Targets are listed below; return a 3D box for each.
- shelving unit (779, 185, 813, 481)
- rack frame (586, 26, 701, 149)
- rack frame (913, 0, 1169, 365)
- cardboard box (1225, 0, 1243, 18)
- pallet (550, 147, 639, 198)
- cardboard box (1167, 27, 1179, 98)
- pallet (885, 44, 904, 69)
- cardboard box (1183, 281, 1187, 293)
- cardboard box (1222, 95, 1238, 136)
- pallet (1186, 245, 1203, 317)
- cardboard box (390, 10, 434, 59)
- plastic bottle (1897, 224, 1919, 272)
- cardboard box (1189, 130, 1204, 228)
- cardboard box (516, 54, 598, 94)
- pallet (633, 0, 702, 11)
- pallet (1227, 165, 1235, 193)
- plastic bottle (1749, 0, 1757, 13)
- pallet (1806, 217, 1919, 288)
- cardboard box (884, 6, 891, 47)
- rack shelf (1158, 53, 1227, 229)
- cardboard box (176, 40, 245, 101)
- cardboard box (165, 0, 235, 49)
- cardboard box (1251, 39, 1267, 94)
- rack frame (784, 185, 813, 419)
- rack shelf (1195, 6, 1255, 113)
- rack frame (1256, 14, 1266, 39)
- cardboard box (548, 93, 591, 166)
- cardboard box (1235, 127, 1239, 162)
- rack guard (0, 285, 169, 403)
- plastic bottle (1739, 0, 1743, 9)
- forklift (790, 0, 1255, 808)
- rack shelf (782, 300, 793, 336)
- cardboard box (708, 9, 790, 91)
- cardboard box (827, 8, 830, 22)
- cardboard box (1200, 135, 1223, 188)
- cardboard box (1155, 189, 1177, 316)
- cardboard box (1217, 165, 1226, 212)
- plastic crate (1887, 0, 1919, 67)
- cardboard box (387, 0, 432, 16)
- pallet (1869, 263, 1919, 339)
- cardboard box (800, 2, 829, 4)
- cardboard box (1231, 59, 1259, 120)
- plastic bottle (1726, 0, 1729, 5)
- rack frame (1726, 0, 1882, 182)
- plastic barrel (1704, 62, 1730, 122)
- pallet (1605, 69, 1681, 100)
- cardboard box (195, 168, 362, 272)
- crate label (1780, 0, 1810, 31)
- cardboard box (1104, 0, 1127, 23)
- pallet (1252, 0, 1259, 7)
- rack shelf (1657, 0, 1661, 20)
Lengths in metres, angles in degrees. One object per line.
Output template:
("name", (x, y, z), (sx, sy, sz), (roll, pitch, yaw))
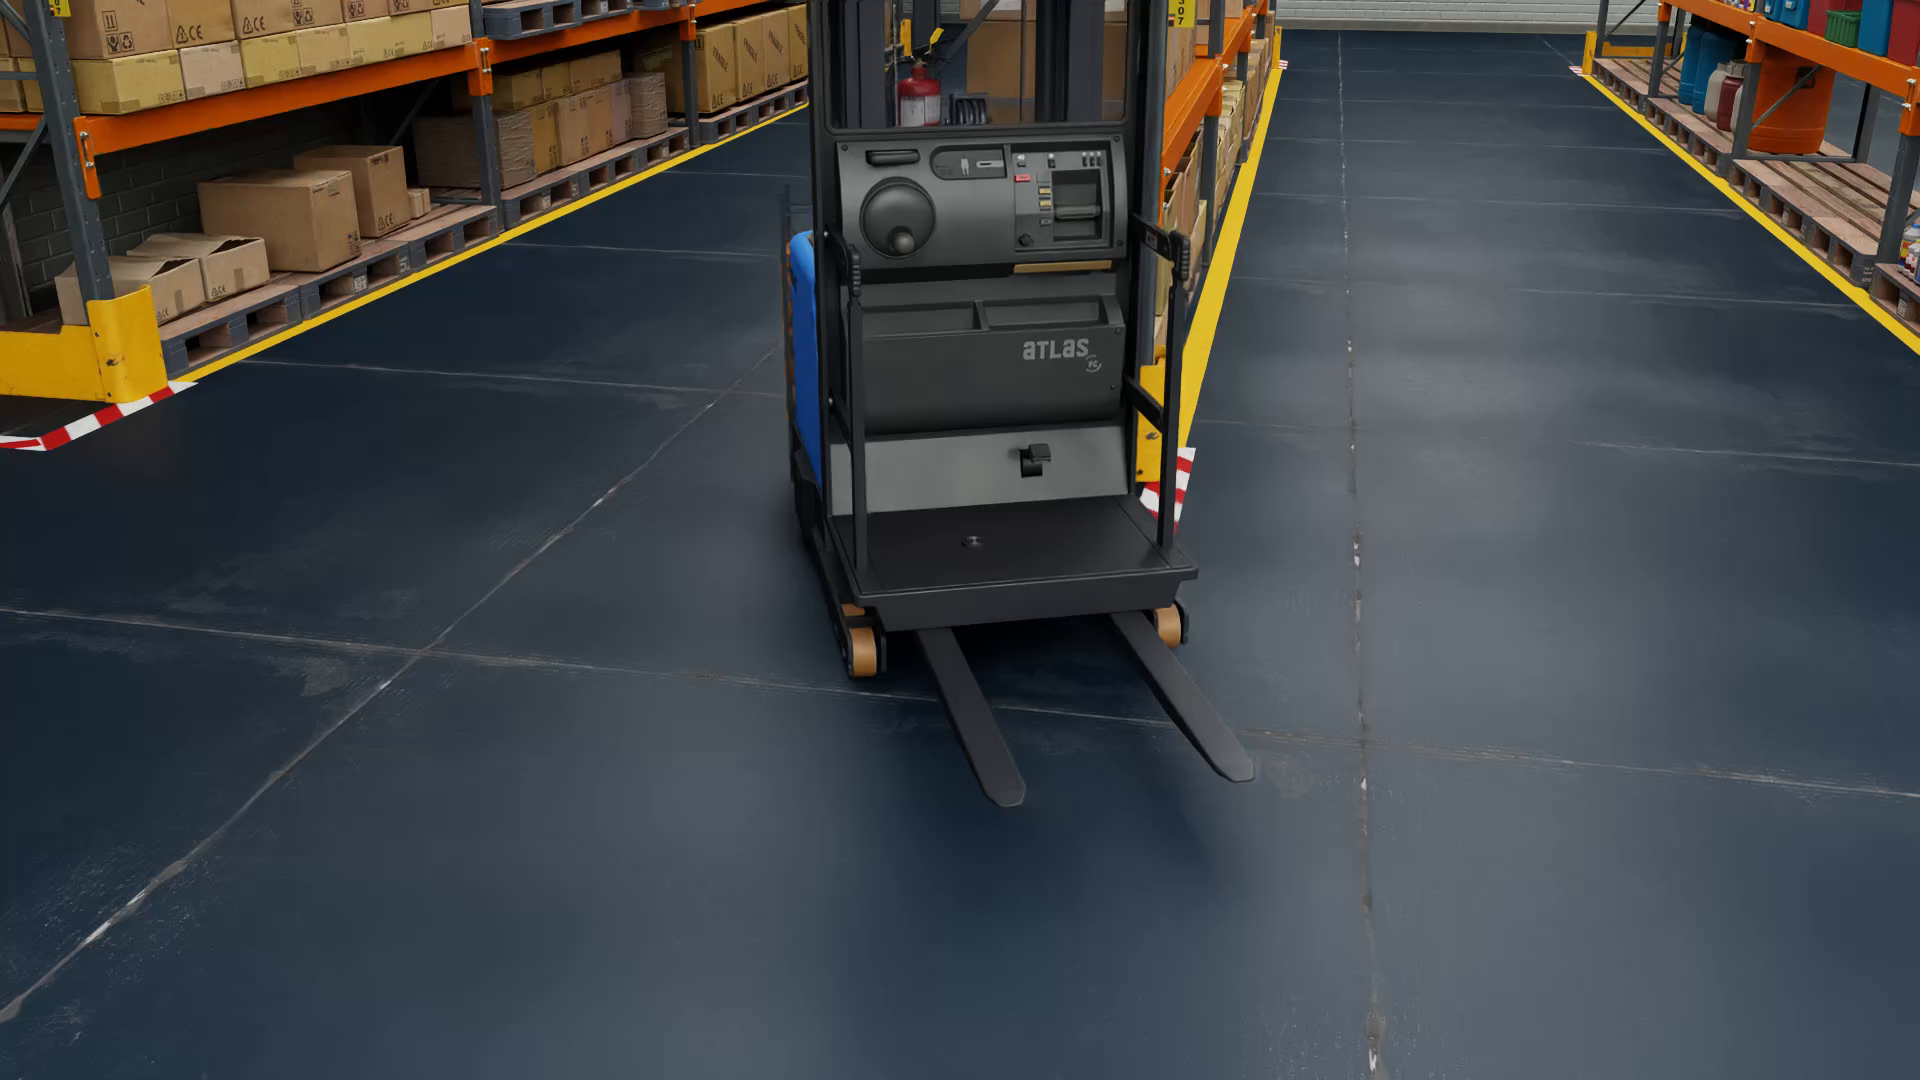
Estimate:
("shelving unit", (-0.590, -0.839, 6.831), (0.258, 1.200, 0.189), (0, 22, 1))
("rack frame", (-2.903, -5.048, 14.871), (1.000, 3.000, 0.127), (4, 22, 11))
("rack frame", (0.314, -1.746, 6.673), (1.000, 3.000, 0.127), (4, 22, 11))
("cardboard box", (2.034, -4.205, 13.115), (0.380, 0.149, 0.250), (4, 22, 11))
("pallet", (-3.315, -3.024, 13.579), (1.003, 0.211, 1.213), (4, 22, 11))
("cardboard box", (0.735, -2.528, 8.482), (0.700, 0.500, 0.500), (5, 23, 13))
("pallet", (-1.358, -6.381, 21.916), (1.003, 0.211, 1.213), (4, 22, 11))
("cardboard box", (0.949, -1.393, 8.914), (0.500, 0.250, 0.500), (4, 22, 11))
("cardboard box", (1.876, -3.266, 12.814), (0.500, 0.311, 0.500), (4, 22, 11))
("pallet", (0.927, -1.627, 10.112), (1.003, 0.211, 1.213), (4, 22, 11))
("cardboard box", (-3.629, -3.146, 10.325), (0.500, 0.250, 0.500), (5, 22, 11))
("plastic bottle", (5.485, -1.685, 9.585), (0.097, 0.271, 0.097), (0, 22, 0))
("cardboard box", (1.137, -2.107, 9.686), (0.500, 0.500, 0.500), (4, 22, 11))
("cardboard box", (-3.277, -3.781, 13.479), (0.500, 0.250, 0.500), (4, 22, 11))
("pallet", (-2.945, -4.690, 14.240), (1.213, 0.211, 1.003), (4, 22, 11))
("pallet", (1.741, -3.080, 13.718), (1.003, 0.211, 1.213), (4, 22, 11))
("plastic bottle", (6.460, -4.419, 13.466), (0.061, 0.283, 0.133), (4, 22, 11))
("pallet", (6.101, -1.826, 10.605), (1.003, 0.211, 1.213), (4, 22, 11))
("cardboard box", (-1.316, -6.745, 21.870), (0.700, 0.500, 0.500), (4, 22, 11))
("rack shelf", (0.723, -2.143, 8.623), (1.077, 0.370, 4.000), (4, 22, 11))
("cardboard box", (-4.033, -2.407, 8.488), (0.500, 0.250, 0.500), (4, 22, 9))
("cardboard box", (-4.034, -2.741, 8.315), (0.500, 0.500, 0.500), (5, 22, 11))
("cardboard box", (2.943, -4.976, 17.452), (0.500, 0.500, 0.500), (4, 22, 11))
("rack frame", (-0.589, -0.873, 6.916), (0.240, 1.200, 0.006), (0, 22, 1))
("rack shelf", (1.539, -3.606, 12.255), (1.077, 0.370, 4.000), (4, 22, 11))
("rack frame", (2.763, -6.134, 17.570), (1.000, 3.000, 0.127), (4, 22, 11))
("cardboard box", (-3.386, -3.276, 13.230), (0.700, 0.500, 0.500), (5, 22, 12))
("cardboard box", (1.977, -3.191, 13.380), (0.500, 0.250, 0.500), (4, 22, 10))
("rack guard", (-4.520, -0.990, 8.143), (1.175, 0.500, 0.348), (4, 22, 11))
("plastic bottle", (6.568, -4.541, 13.881), (0.097, 0.201, 0.097), (0, 22, 0))
("forklift", (0.122, -1.072, 5.092), (1.130, 2.935, 3.031), (-4, 22, -11))
("rack shelf", (-0.590, -0.909, 6.803), (0.258, 0.103, 0.180), (0, 22, 1))
("cardboard box", (-2.271, -5.135, 17.404), (0.750, 0.750, 0.750), (5, 23, 13))
("cardboard box", (-1.586, -6.224, 19.707), (0.380, 0.149, 0.250), (5, 23, 13))
("cardboard box", (1.459, -2.520, 10.964), (0.500, 0.311, 0.500), (5, 22, 11))
("cardboard box", (0.742, -1.375, 7.867), (0.500, 0.500, 0.500), (4, 22, 11))
("cardboard box", (1.561, -2.443, 11.523), (0.500, 0.250, 0.500), (5, 22, 12))
("plastic crate", (5.778, -3.060, 9.850), (0.402, 0.464, 0.583), (4, 22, 11))
("cardboard box", (-3.610, -3.493, 10.181), (0.500, 0.500, 0.500), (4, 22, 11))
("pallet", (5.801, -1.294, 9.283), (1.003, 0.211, 1.213), (4, 22, 11))
("cardboard box", (-1.795, -6.551, 20.519), (0.380, 0.149, 0.250), (4, 22, 10))
("cardboard box", (2.528, -4.236, 15.612), (0.500, 0.500, 0.500), (4, 22, 10))
("plastic bottle", (6.668, -4.719, 14.323), (0.097, 0.201, 0.097), (0, 22, 0))
("rack frame", (6.795, -4.292, 12.996), (1.000, 3.000, 0.127), (4, 22, 11))
("plastic barrel", (7.137, -4.140, 15.385), (0.421, 0.512, 0.421), (0, 22, 0))
("pallet", (7.970, -5.181, 18.936), (1.003, 0.211, 1.213), (4, 22, 11))
("cardboard box", (-3.992, -1.886, 9.777), (0.700, 0.500, 0.500), (3, 22, 8))
("crate label", (6.328, -3.966, 12.139), (0.502, 0.435, 0.616), (4, 22, 11))
("cardboard box", (0.605, -2.220, 6.848), (0.380, 0.149, 0.250), (4, 22, 11))
("pallet", (2.016, -4.836, 14.602), (1.213, 0.211, 1.003), (4, 22, 11))
("rack shelf", (8.020, -6.153, 18.579), (1.077, 0.370, 4.000), (4, 22, 11))
